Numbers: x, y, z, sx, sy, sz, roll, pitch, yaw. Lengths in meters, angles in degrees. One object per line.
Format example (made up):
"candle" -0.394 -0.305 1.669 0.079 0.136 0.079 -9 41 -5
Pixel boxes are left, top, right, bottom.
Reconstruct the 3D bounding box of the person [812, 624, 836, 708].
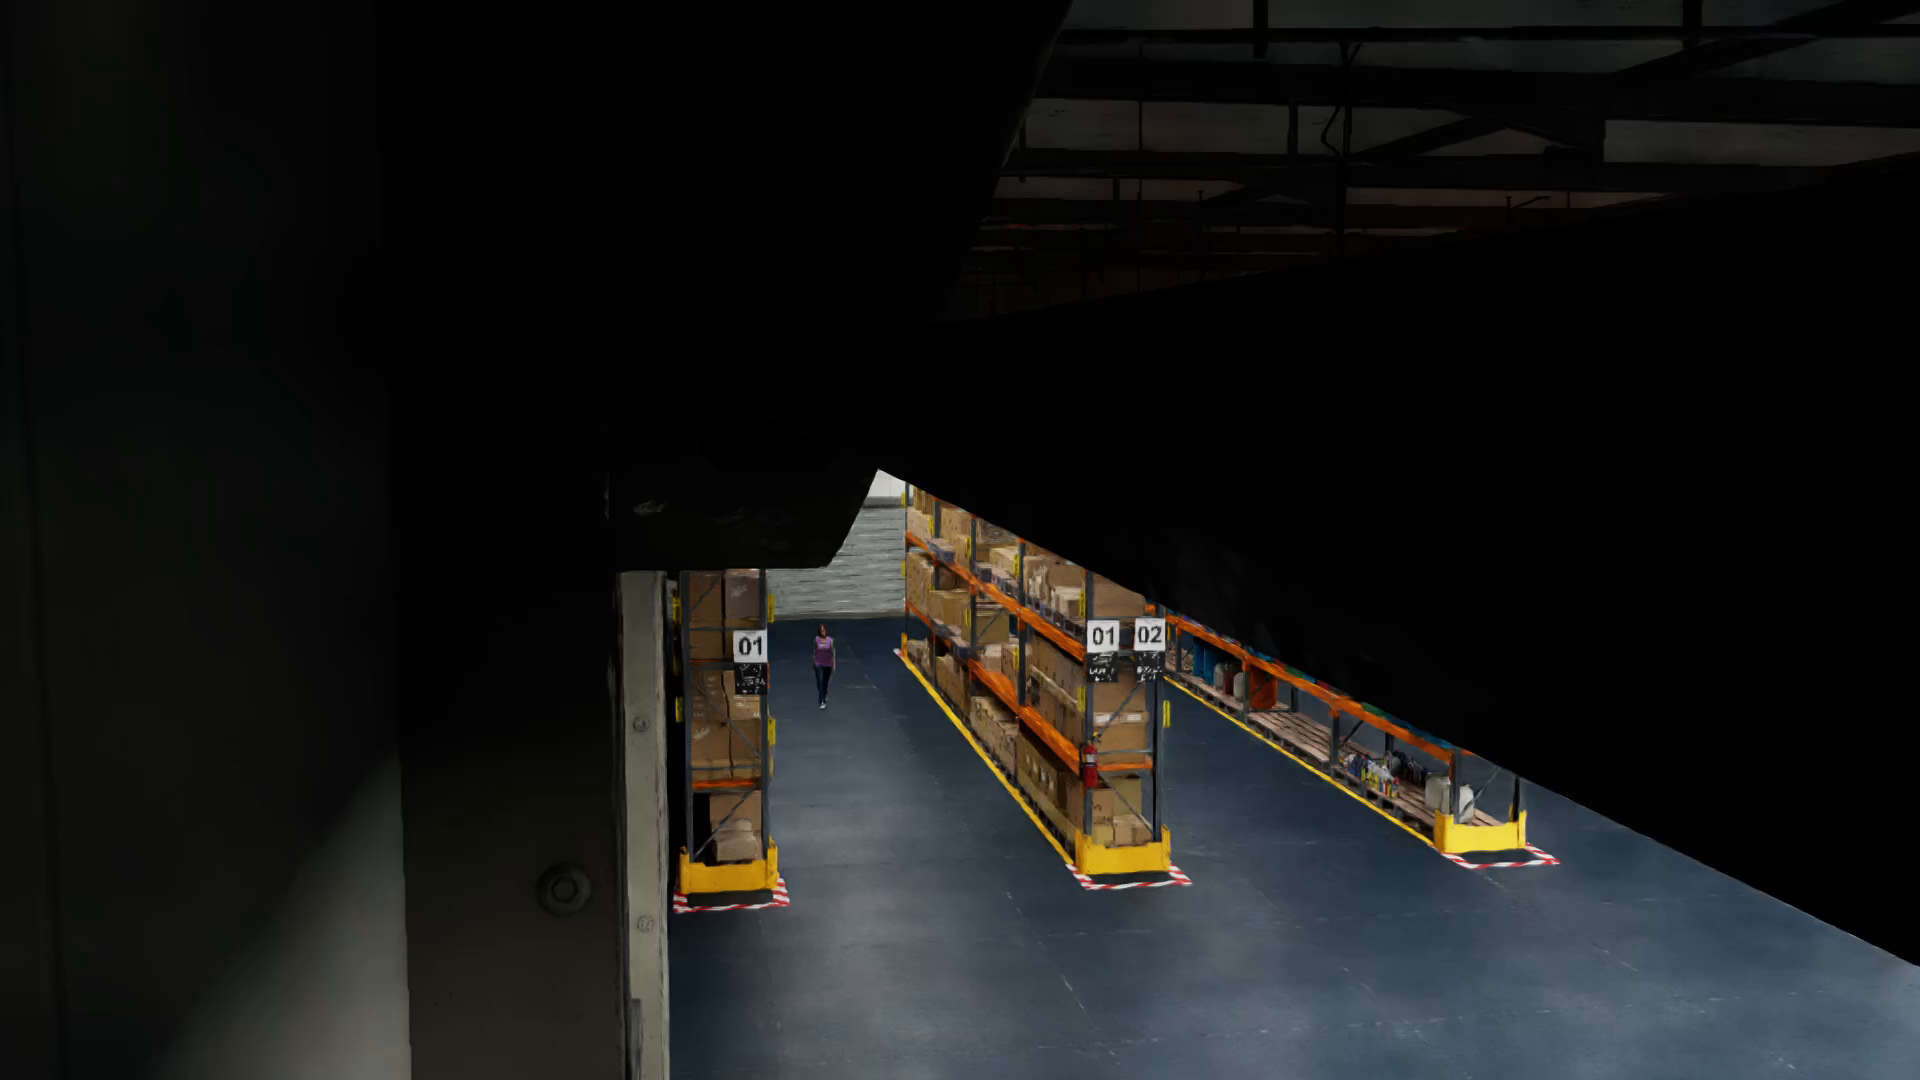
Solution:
"person" -2.542 2.323 31.195 0.430 1.540 0.948 -1 6 -11
